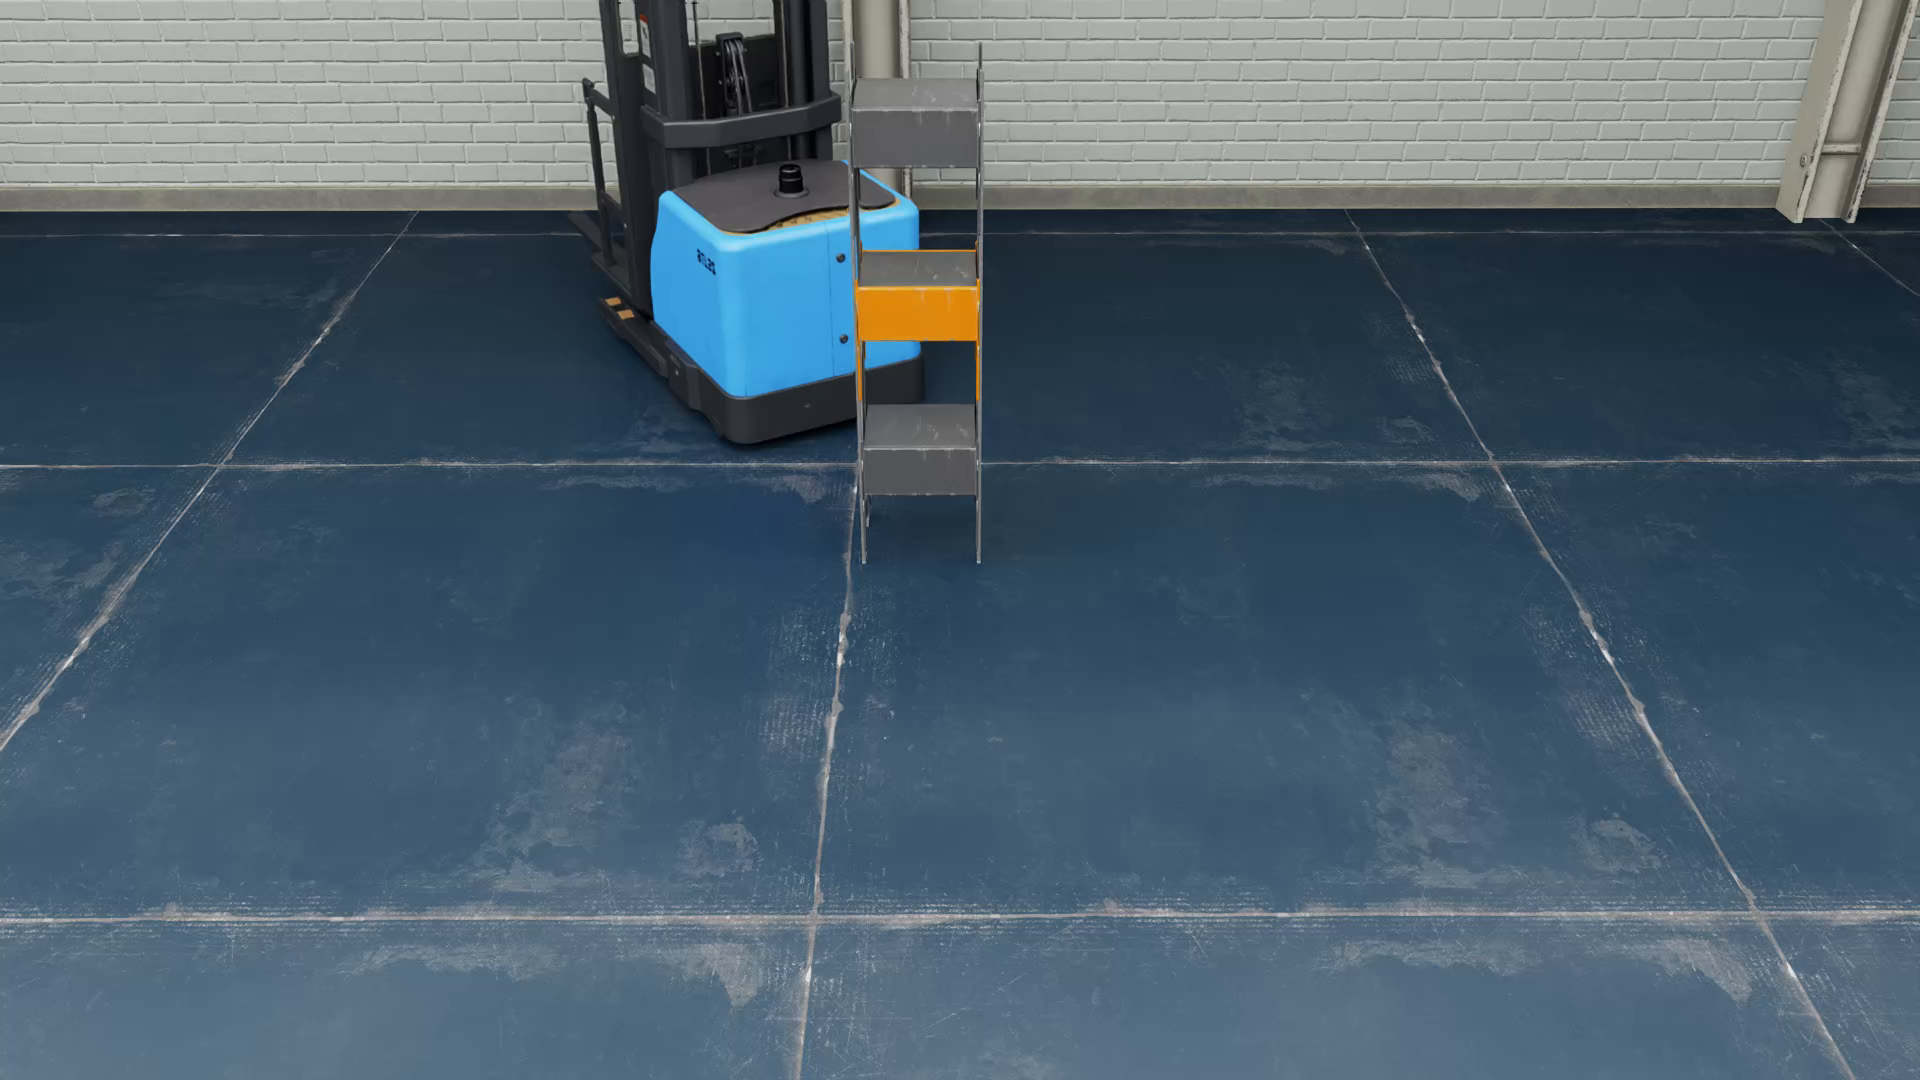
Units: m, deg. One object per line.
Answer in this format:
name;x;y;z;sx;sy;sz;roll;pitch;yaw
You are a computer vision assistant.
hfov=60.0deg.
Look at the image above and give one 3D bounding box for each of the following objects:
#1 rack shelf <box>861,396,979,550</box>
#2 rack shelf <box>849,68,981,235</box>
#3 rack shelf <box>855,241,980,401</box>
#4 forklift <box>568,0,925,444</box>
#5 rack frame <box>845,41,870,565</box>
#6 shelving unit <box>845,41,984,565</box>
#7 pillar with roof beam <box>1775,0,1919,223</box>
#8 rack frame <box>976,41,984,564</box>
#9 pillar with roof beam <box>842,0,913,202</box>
rack shelf;-0.166;-0.287;7.075;0.480;0.518;0.431;0;31;0
rack shelf;-0.166;-1.484;6.348;0.480;0.518;0.431;0;31;0
rack shelf;-0.166;-0.886;6.712;0.480;0.518;0.431;0;31;0
forklift;-1.340;-2.442;8.450;1.130;2.935;3.031;-16;35;-25
rack frame;-0.410;-0.896;6.703;0.015;2.100;0.400;0;31;0
shelving unit;-0.166;-0.897;6.705;0.503;2.100;0.431;0;31;0
pillar with roof beam;5.525;-3.712;4.693;0.400;9.000;9.100;0;31;0
rack frame;0.078;-0.898;6.706;0.015;2.100;0.400;0;31;0
pillar with roof beam;-0.475;-3.694;4.663;0.400;9.000;9.100;0;31;0
